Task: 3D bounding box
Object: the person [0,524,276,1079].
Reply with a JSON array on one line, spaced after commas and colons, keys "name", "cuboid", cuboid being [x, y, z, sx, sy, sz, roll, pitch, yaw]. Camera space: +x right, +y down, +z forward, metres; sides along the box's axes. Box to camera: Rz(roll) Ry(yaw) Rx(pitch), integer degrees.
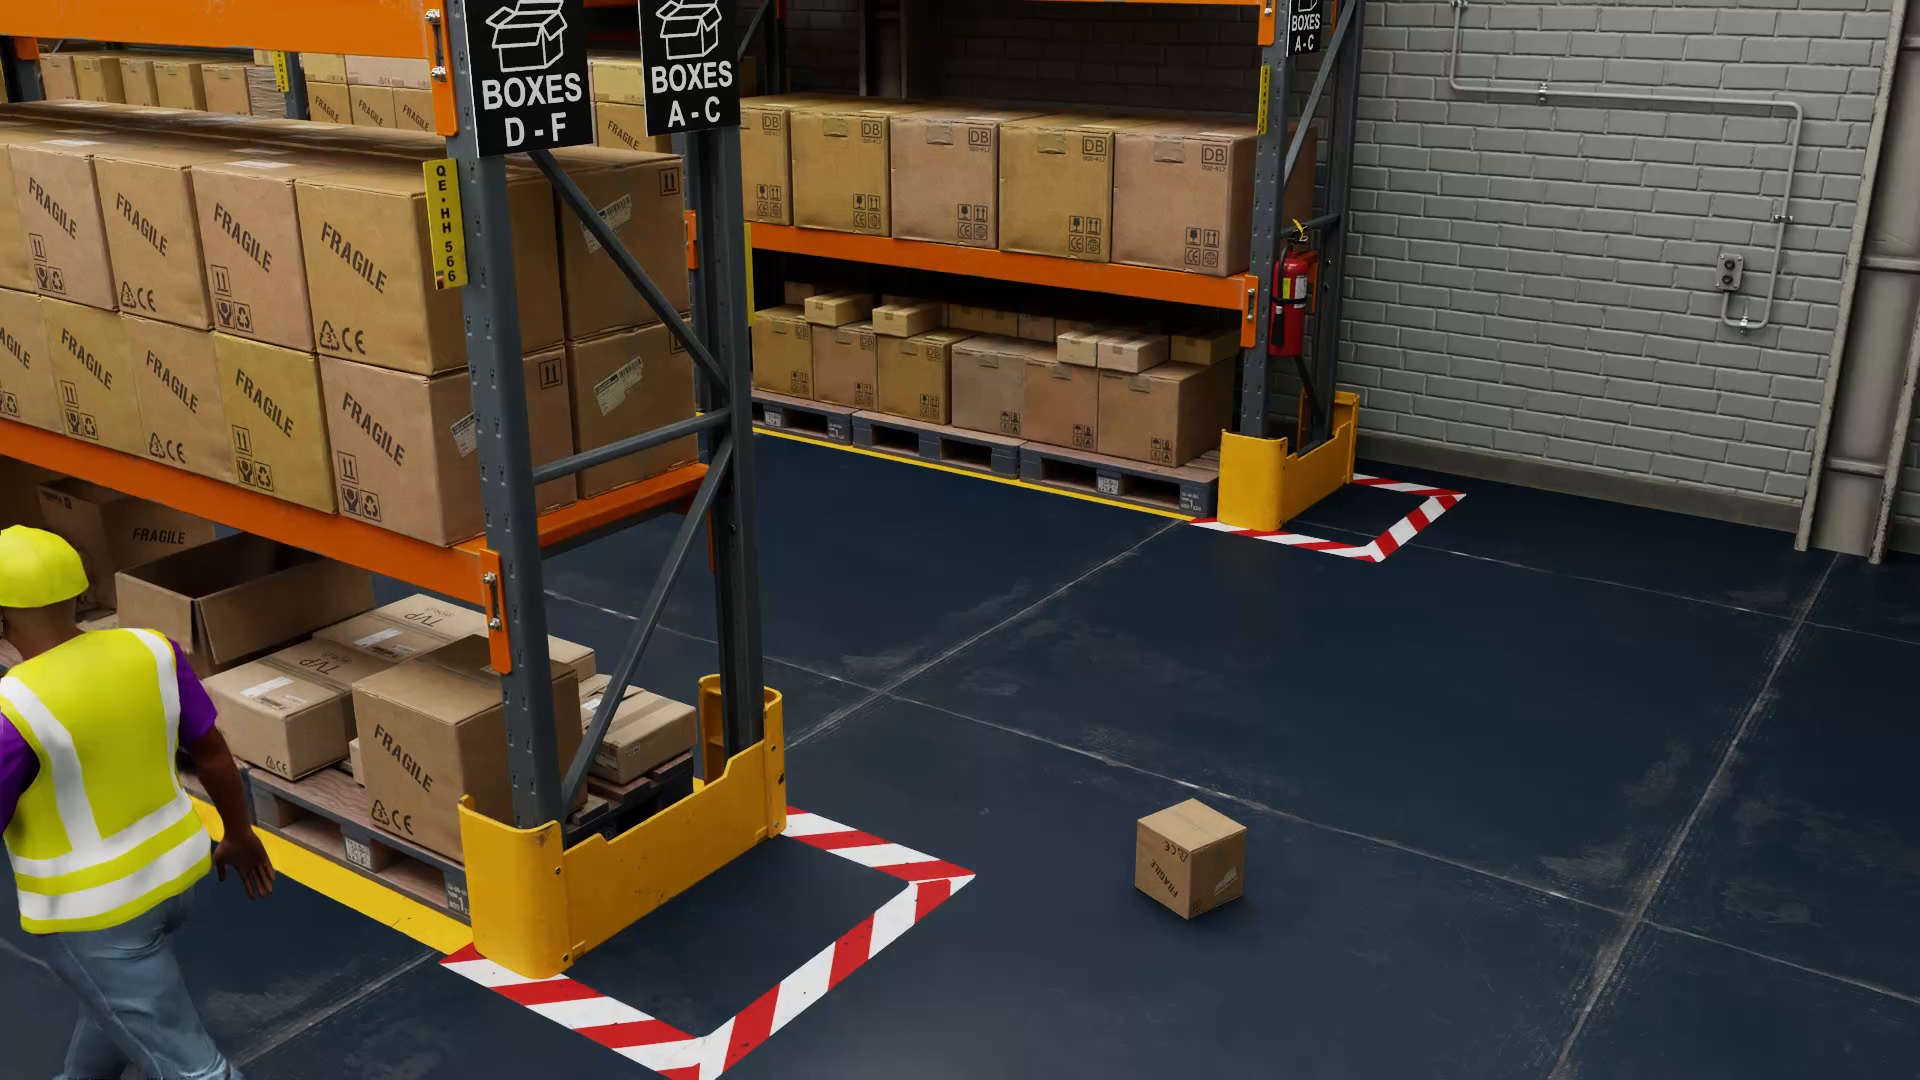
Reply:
[{"name": "person", "cuboid": [-1.999, 0.777, 3.827, 1.067, 1.698, 0.660, 5, 20, 15]}]
